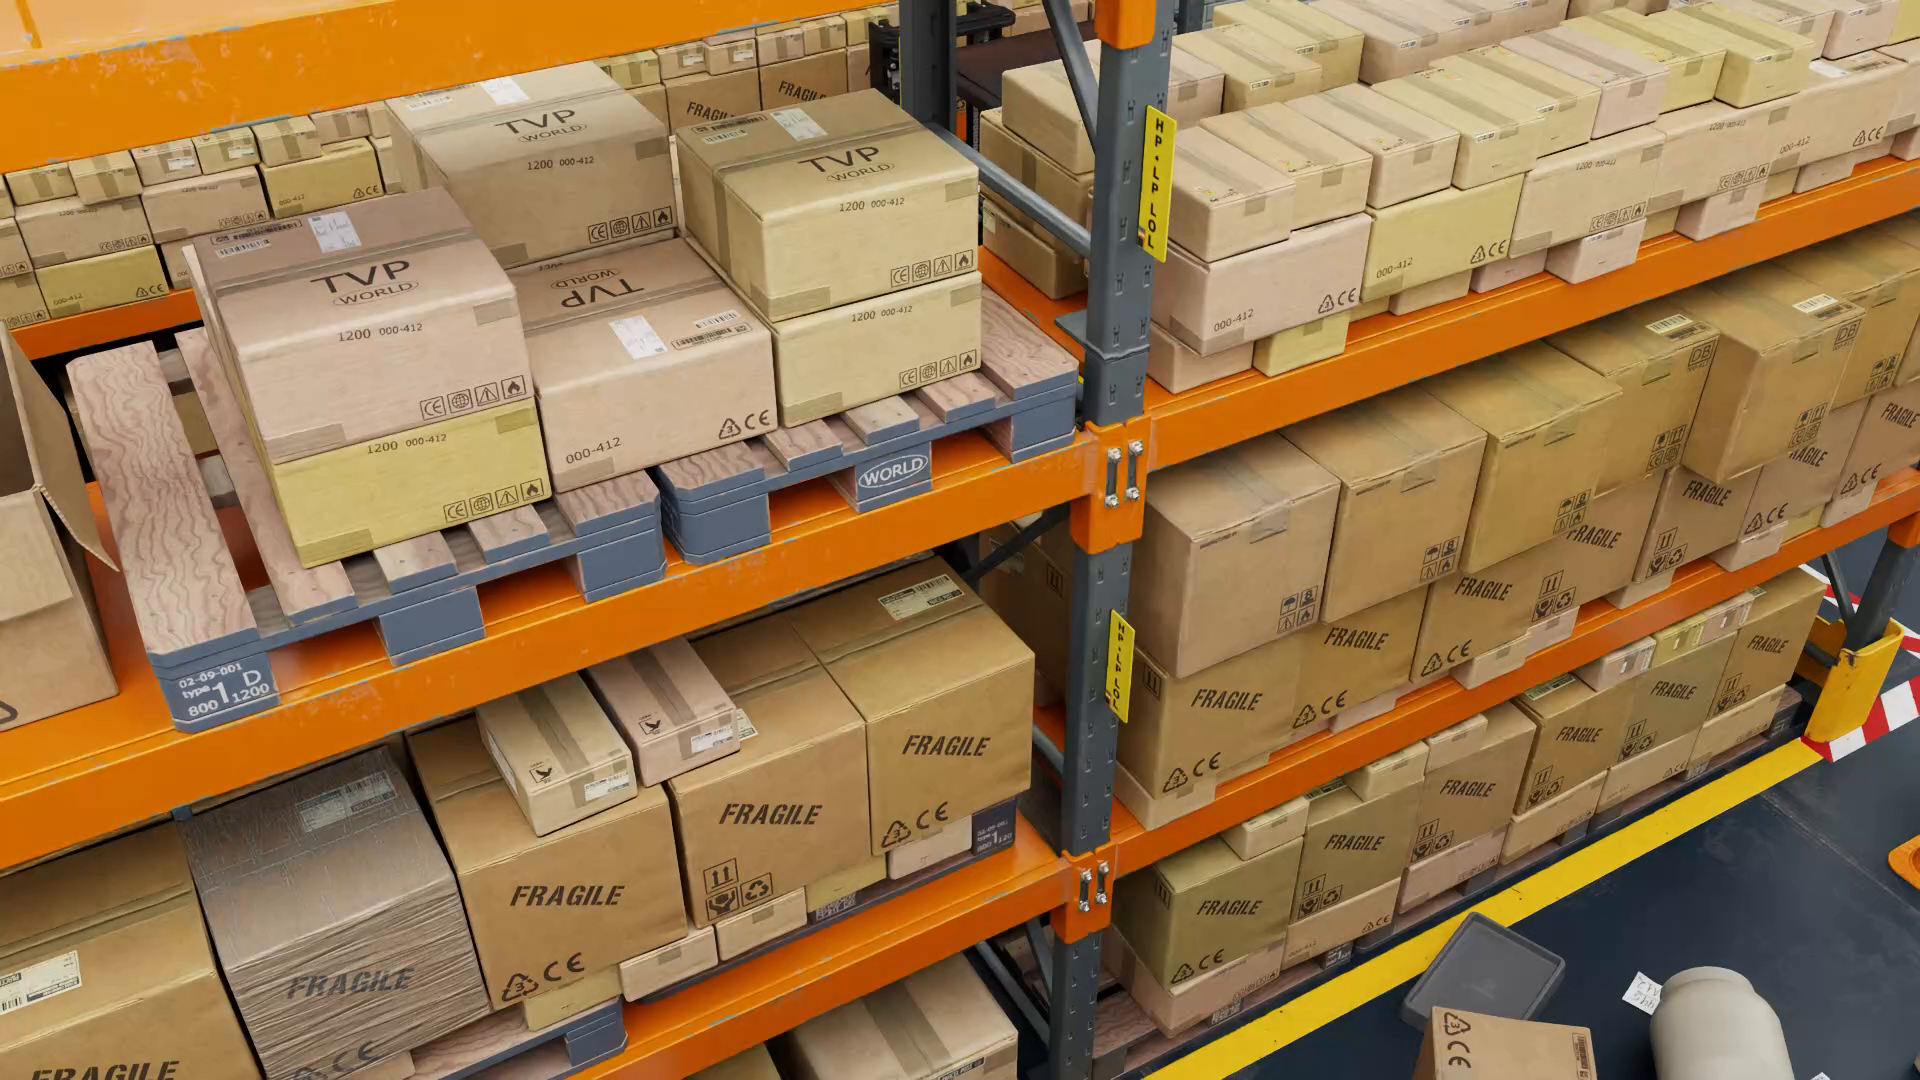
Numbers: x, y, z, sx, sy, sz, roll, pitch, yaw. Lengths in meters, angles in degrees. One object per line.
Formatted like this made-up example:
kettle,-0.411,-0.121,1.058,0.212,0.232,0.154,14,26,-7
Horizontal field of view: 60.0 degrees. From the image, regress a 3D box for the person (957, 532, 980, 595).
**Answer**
person,0.064,0.018,6.895,0.368,1.639,0.480,-25,44,-29
